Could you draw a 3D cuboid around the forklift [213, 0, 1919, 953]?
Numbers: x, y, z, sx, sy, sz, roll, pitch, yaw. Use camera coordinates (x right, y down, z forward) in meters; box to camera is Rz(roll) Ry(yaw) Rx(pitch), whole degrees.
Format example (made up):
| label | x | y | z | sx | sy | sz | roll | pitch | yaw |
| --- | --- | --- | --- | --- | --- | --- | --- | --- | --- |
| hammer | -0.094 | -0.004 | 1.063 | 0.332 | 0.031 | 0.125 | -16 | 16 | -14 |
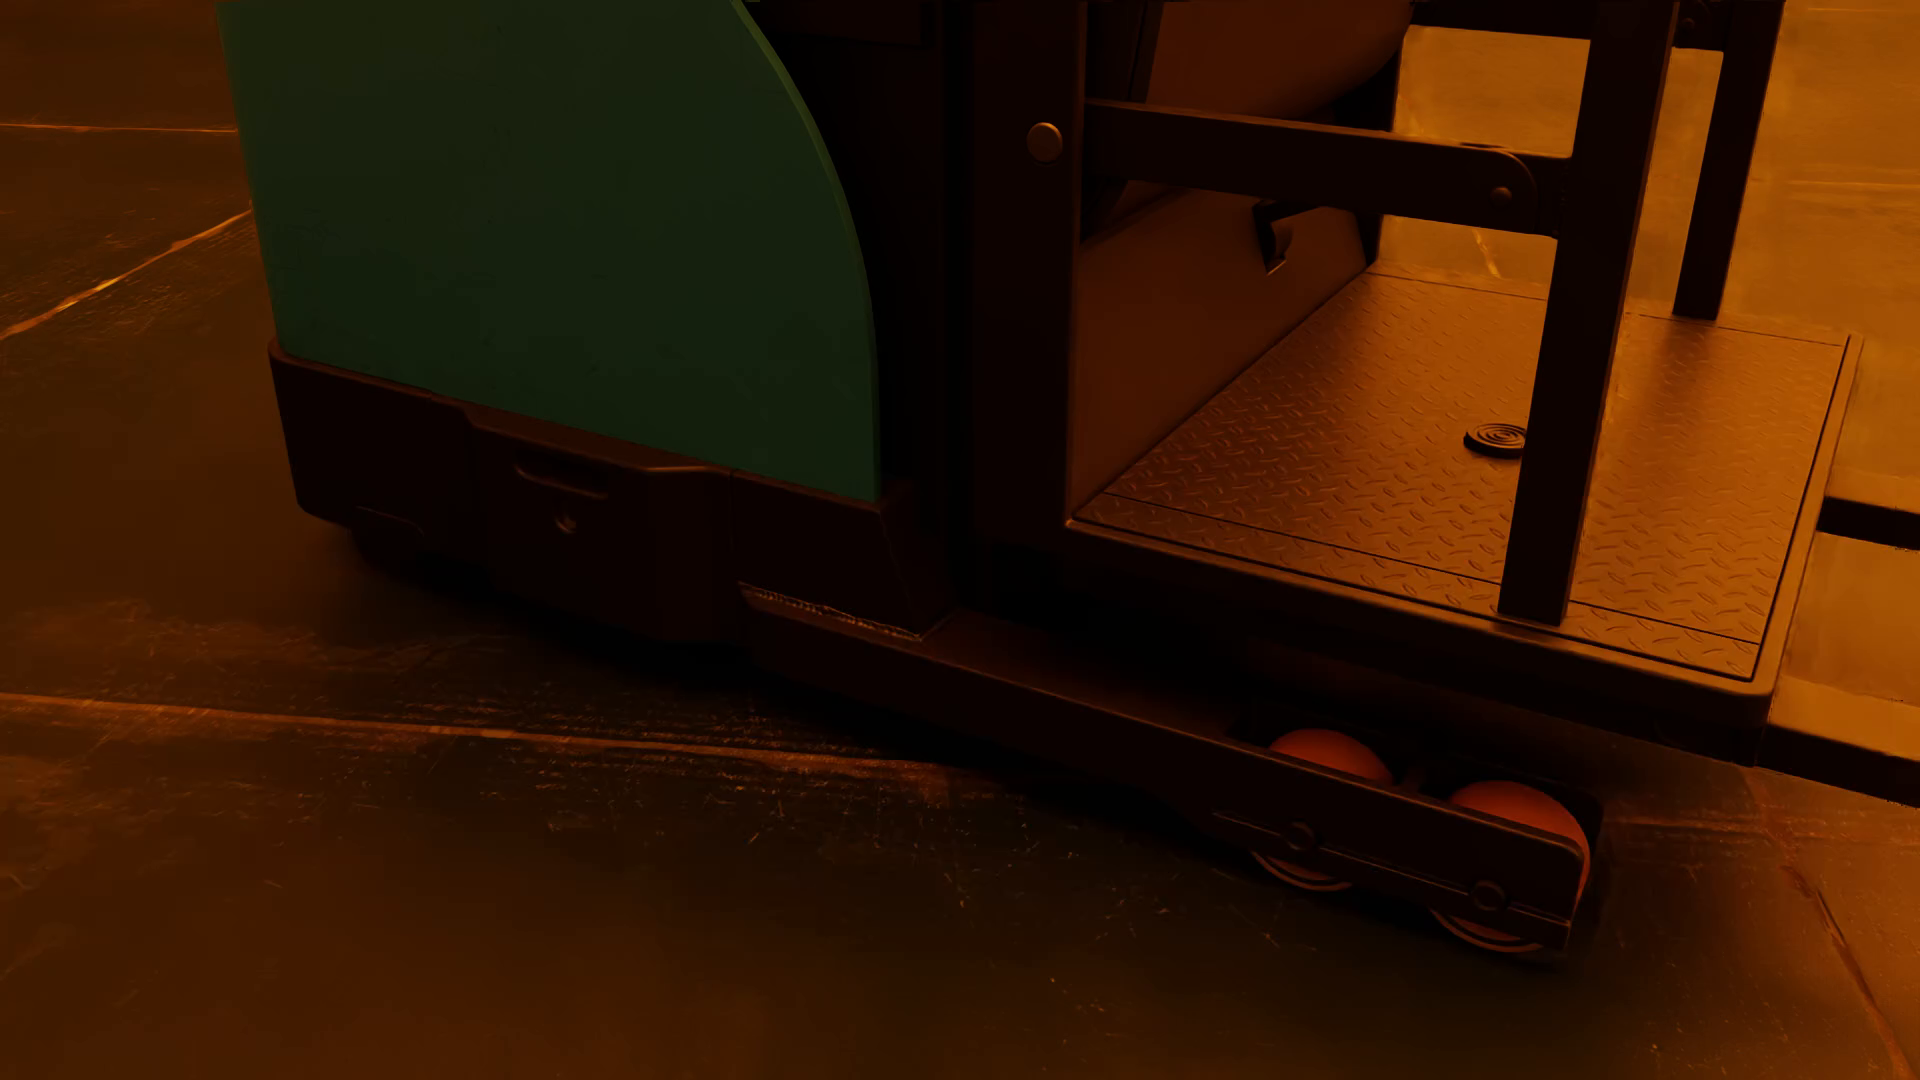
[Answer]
| label | x | y | z | sx | sy | sz | roll | pitch | yaw |
| --- | --- | --- | --- | --- | --- | --- | --- | --- | --- |
| forklift | 0.551 | -1.170 | 1.563 | 3.031 | 2.935 | 1.130 | 14 | 30 | 26 |
